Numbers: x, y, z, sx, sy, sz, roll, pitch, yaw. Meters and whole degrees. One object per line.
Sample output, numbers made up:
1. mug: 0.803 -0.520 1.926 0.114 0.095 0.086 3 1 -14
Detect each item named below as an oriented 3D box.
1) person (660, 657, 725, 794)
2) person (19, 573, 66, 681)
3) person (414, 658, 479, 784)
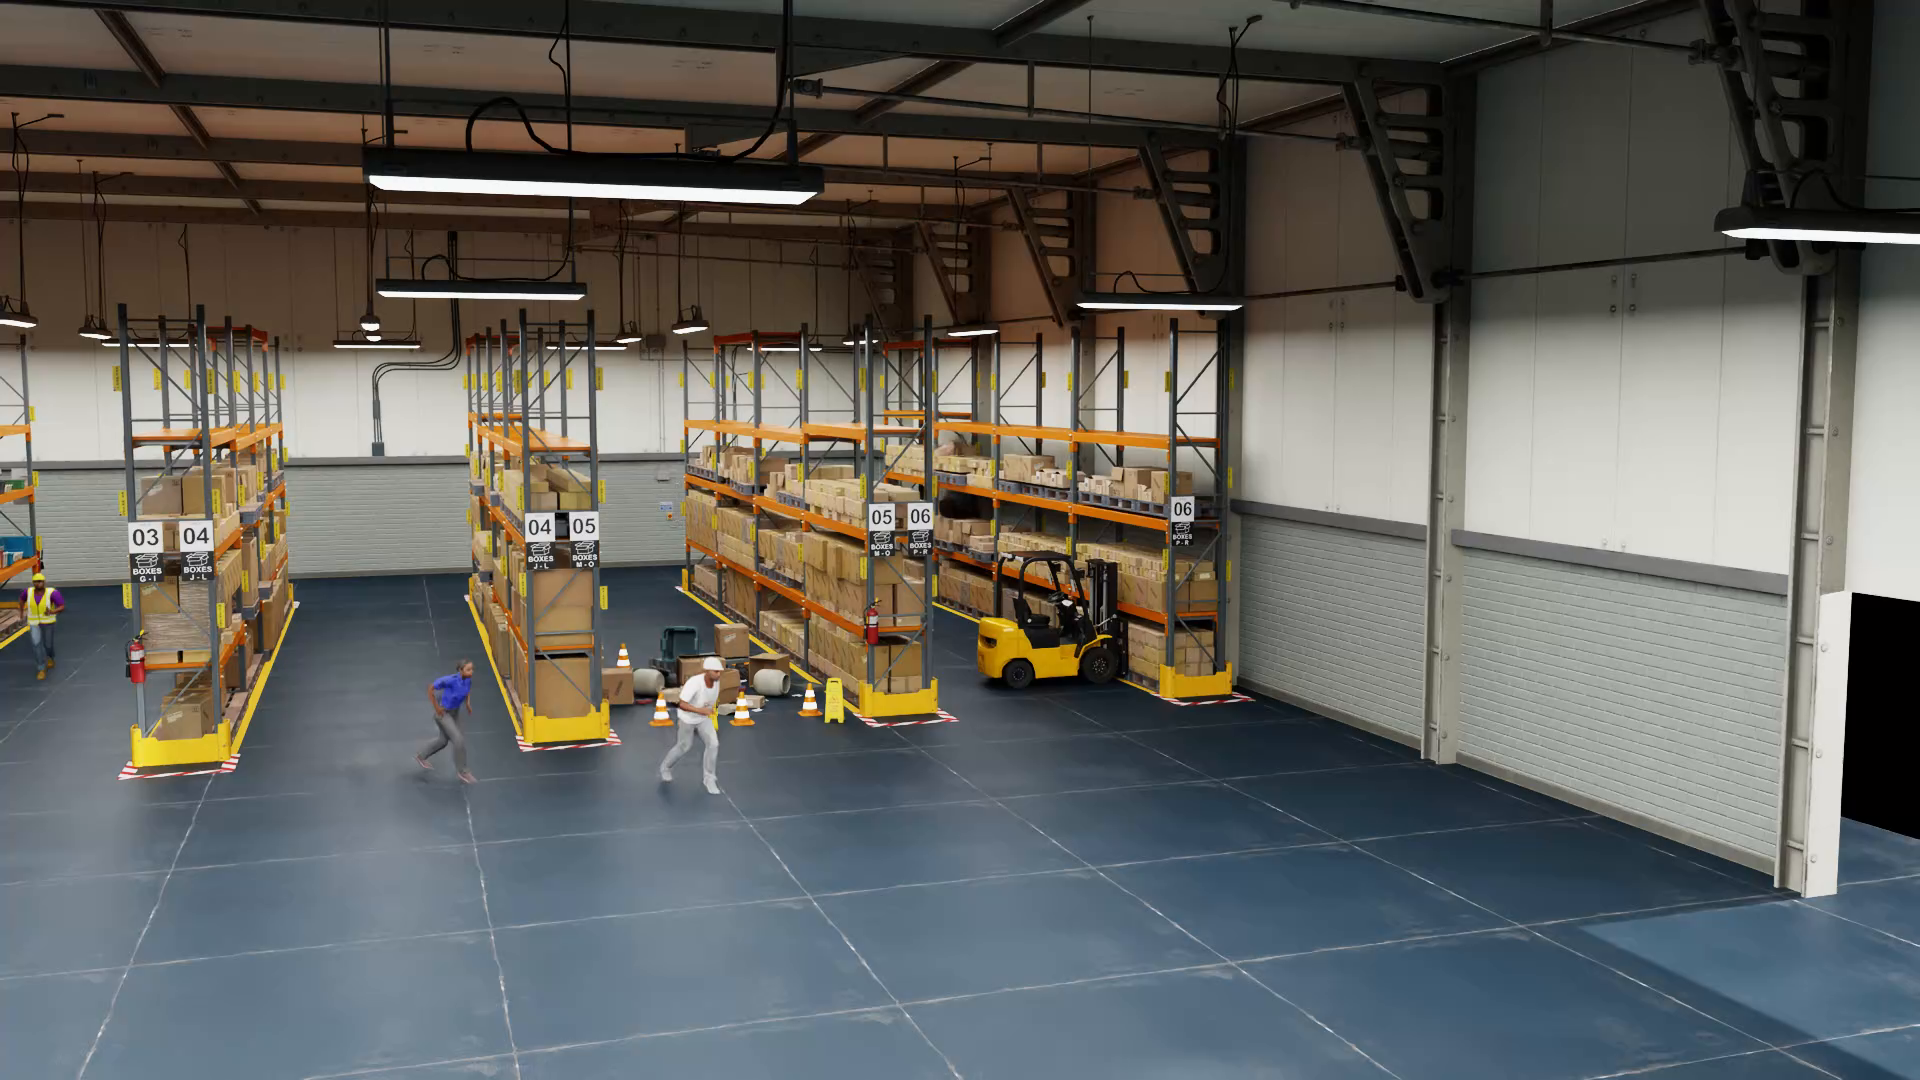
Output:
1. person: -3.288 2.260 20.449 1.043 1.715 0.745 3 6 33
2. person: -15.635 1.440 28.345 0.729 1.777 1.027 -2 6 -19
3. person: -6.498 2.263 20.914 0.966 1.616 0.613 3 6 26
